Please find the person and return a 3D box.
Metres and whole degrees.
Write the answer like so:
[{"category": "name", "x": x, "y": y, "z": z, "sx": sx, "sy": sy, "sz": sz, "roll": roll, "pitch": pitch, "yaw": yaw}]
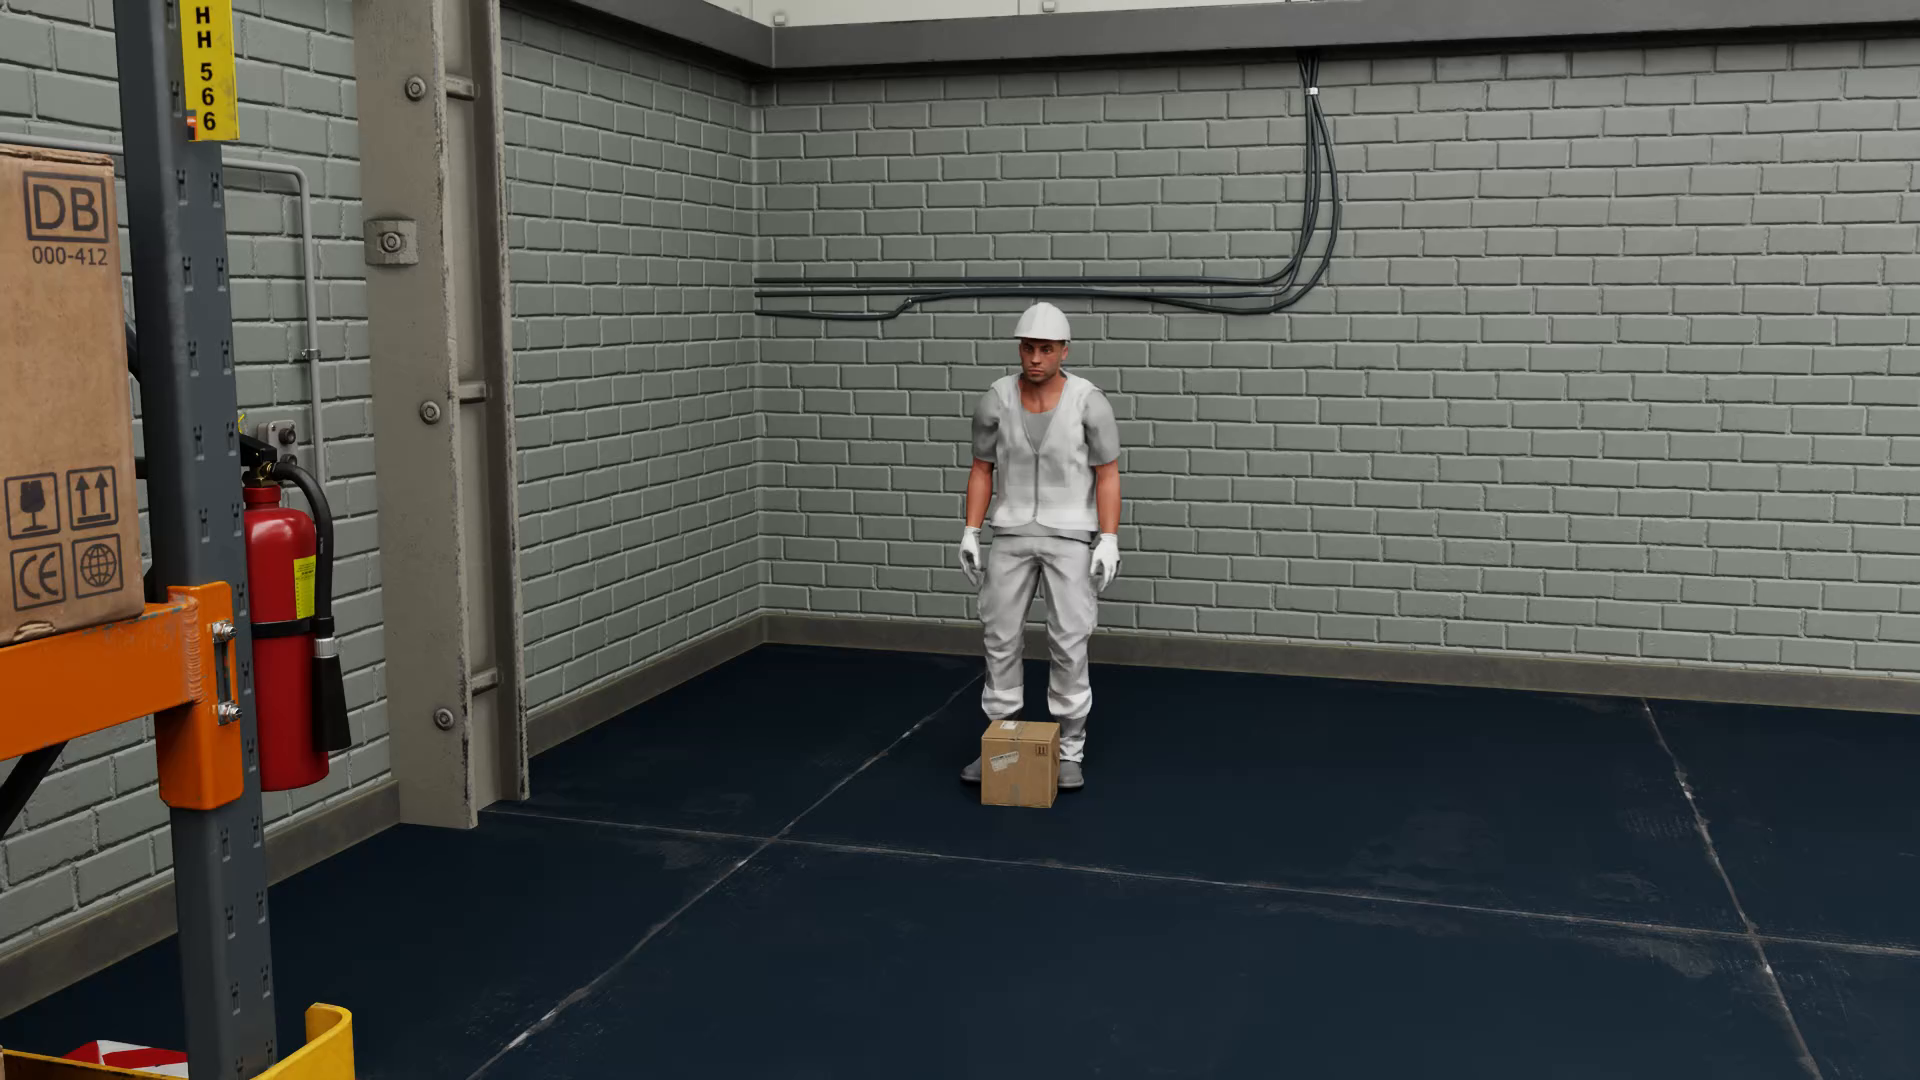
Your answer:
[{"category": "person", "x": 0.292, "y": 0.023, "z": 6.120, "sx": 0.611, "sy": 1.779, "sz": 0.455, "roll": 2, "pitch": 9, "yaw": 16}]
